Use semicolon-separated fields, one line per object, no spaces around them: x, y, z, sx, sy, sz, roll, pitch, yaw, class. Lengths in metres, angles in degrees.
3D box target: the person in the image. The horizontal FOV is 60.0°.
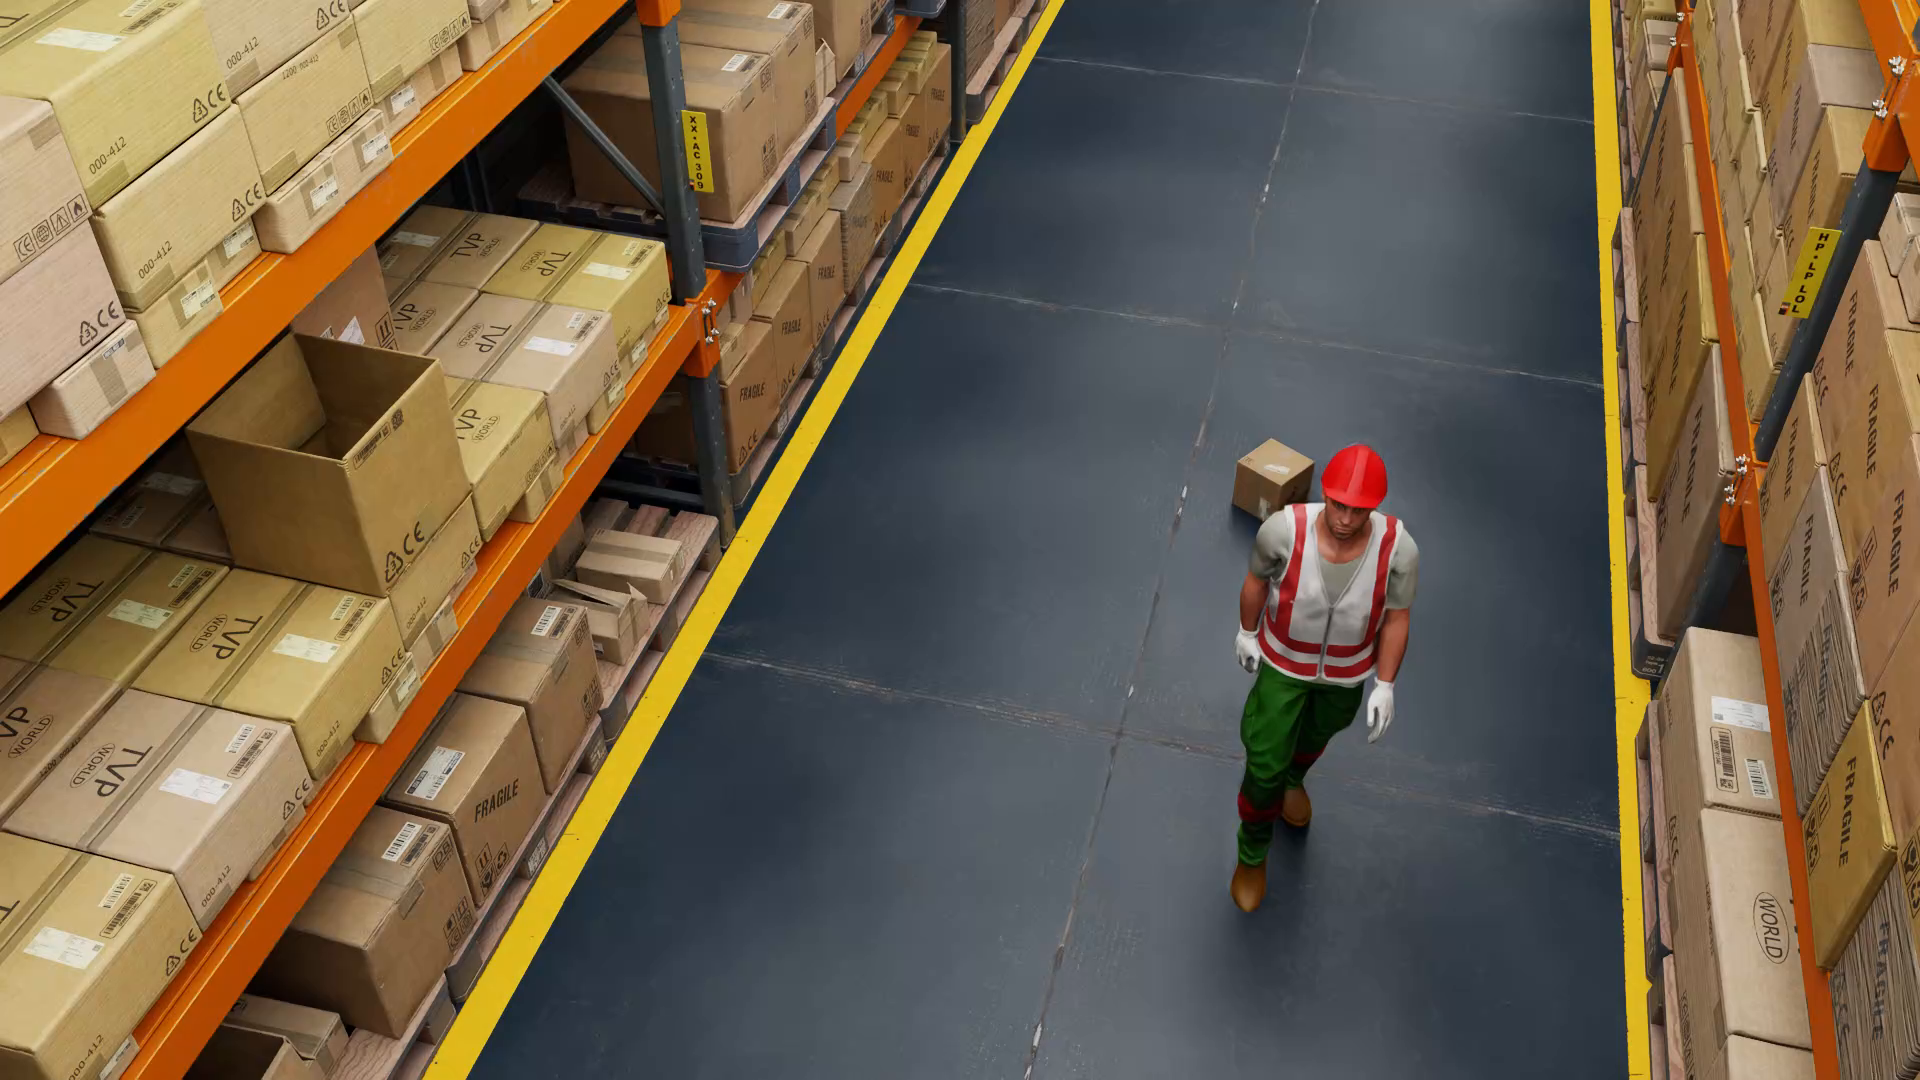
1.201;0.458;5.617;0.545;1.841;0.666;4;41;5;person
